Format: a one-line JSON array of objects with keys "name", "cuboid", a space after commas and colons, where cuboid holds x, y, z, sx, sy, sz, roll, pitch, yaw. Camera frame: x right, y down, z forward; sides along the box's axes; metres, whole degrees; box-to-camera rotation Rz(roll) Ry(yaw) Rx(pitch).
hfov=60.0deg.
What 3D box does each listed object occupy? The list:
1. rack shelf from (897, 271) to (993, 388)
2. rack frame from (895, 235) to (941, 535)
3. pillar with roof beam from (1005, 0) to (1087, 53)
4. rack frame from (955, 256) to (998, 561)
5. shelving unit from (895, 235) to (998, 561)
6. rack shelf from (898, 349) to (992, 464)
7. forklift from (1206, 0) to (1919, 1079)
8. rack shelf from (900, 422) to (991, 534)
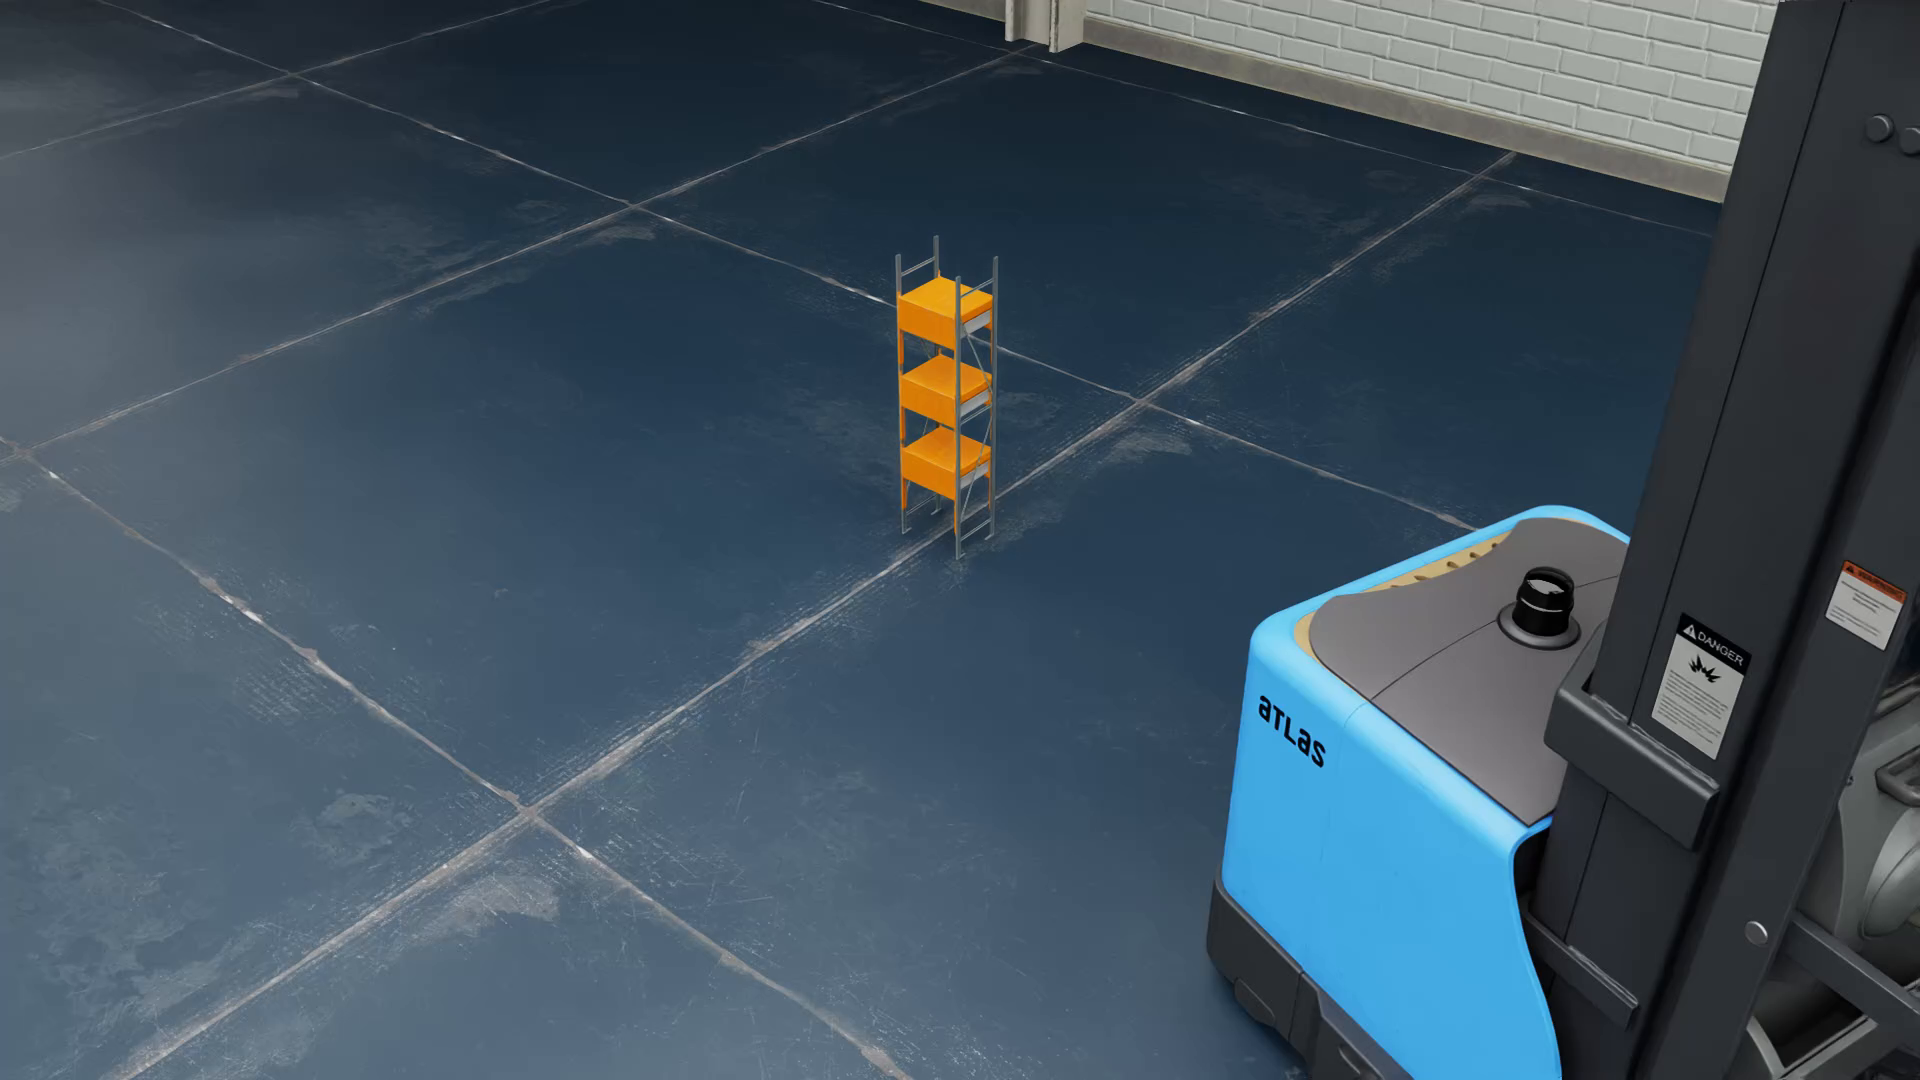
[{"name": "rack shelf", "cuboid": [-0.041, -0.677, 5.326, 0.240, 0.259, 0.215, 25, 42, 32]}, {"name": "rack frame", "cuboid": [-0.135, -0.496, 5.545, 0.008, 1.050, 0.200, 25, 42, 32]}, {"name": "pillar with roof beam", "cuboid": [-2.231, -4.912, 4.953, 0.400, 9.000, 9.100, 25, 42, 32]}, {"name": "rack frame", "cuboid": [0.053, -0.408, 5.417, 0.008, 1.050, 0.200, 25, 42, 32]}, {"name": "shelving unit", "cuboid": [-0.041, -0.452, 5.481, 0.252, 1.050, 0.215, 25, 42, 32]}, {"name": "rack shelf", "cuboid": [-0.041, -0.443, 5.487, 0.240, 0.259, 0.215, 25, 42, 32]}, {"name": "forklift", "cuboid": [1.812, 0.424, 2.543, 1.130, 2.935, 3.031, -19, 39, -26]}, {"name": "rack shelf", "cuboid": [-0.041, -0.214, 5.644, 0.240, 0.259, 0.215, 25, 42, 32]}]
